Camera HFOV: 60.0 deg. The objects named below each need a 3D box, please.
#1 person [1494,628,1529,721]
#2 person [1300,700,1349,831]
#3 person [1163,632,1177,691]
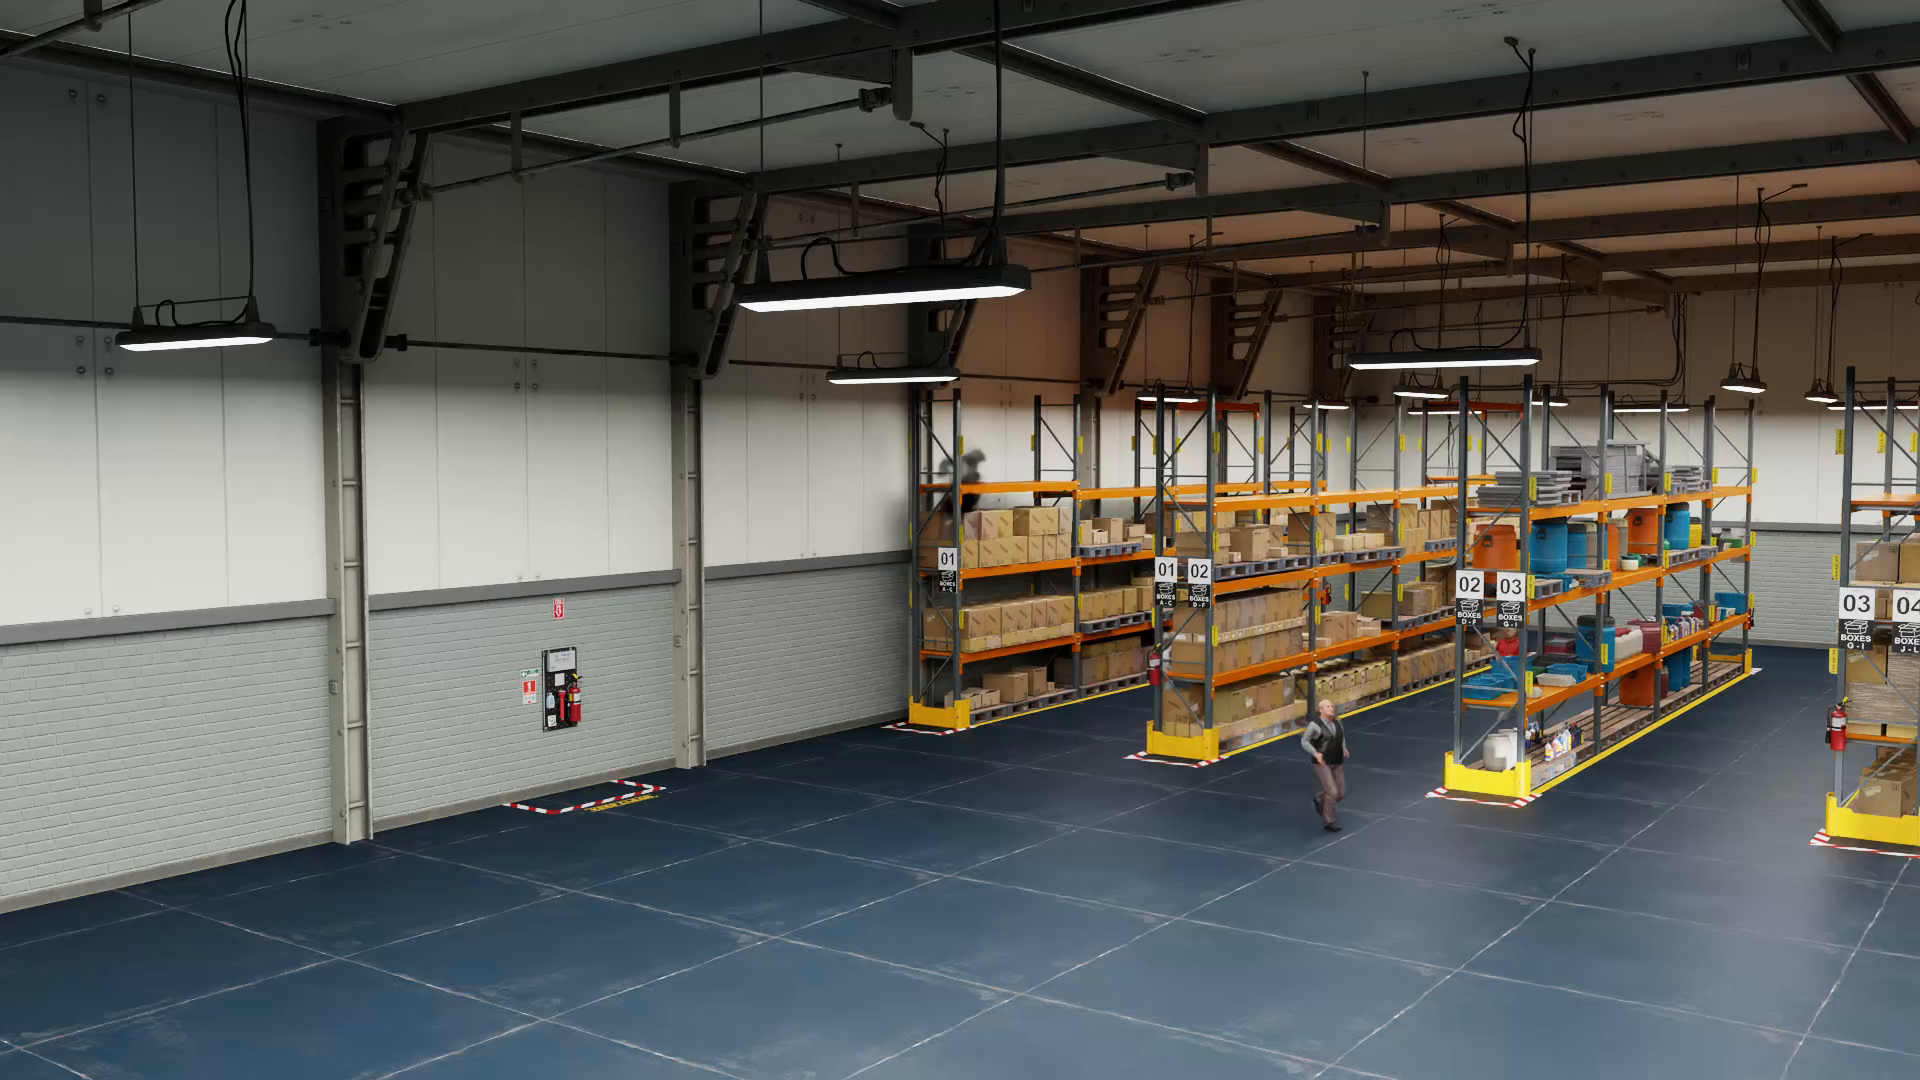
[{"bbox_3d":[10.024,2.410,30.323,0.673,1.699,0.923,2,4,35],"label":"person"},{"bbox_3d":[4.772,2.924,21.725,0.663,1.678,0.704,-2,4,-25],"label":"person"},{"bbox_3d":[3.702,2.471,29.859,0.582,1.664,0.552,2,4,33],"label":"person"}]
